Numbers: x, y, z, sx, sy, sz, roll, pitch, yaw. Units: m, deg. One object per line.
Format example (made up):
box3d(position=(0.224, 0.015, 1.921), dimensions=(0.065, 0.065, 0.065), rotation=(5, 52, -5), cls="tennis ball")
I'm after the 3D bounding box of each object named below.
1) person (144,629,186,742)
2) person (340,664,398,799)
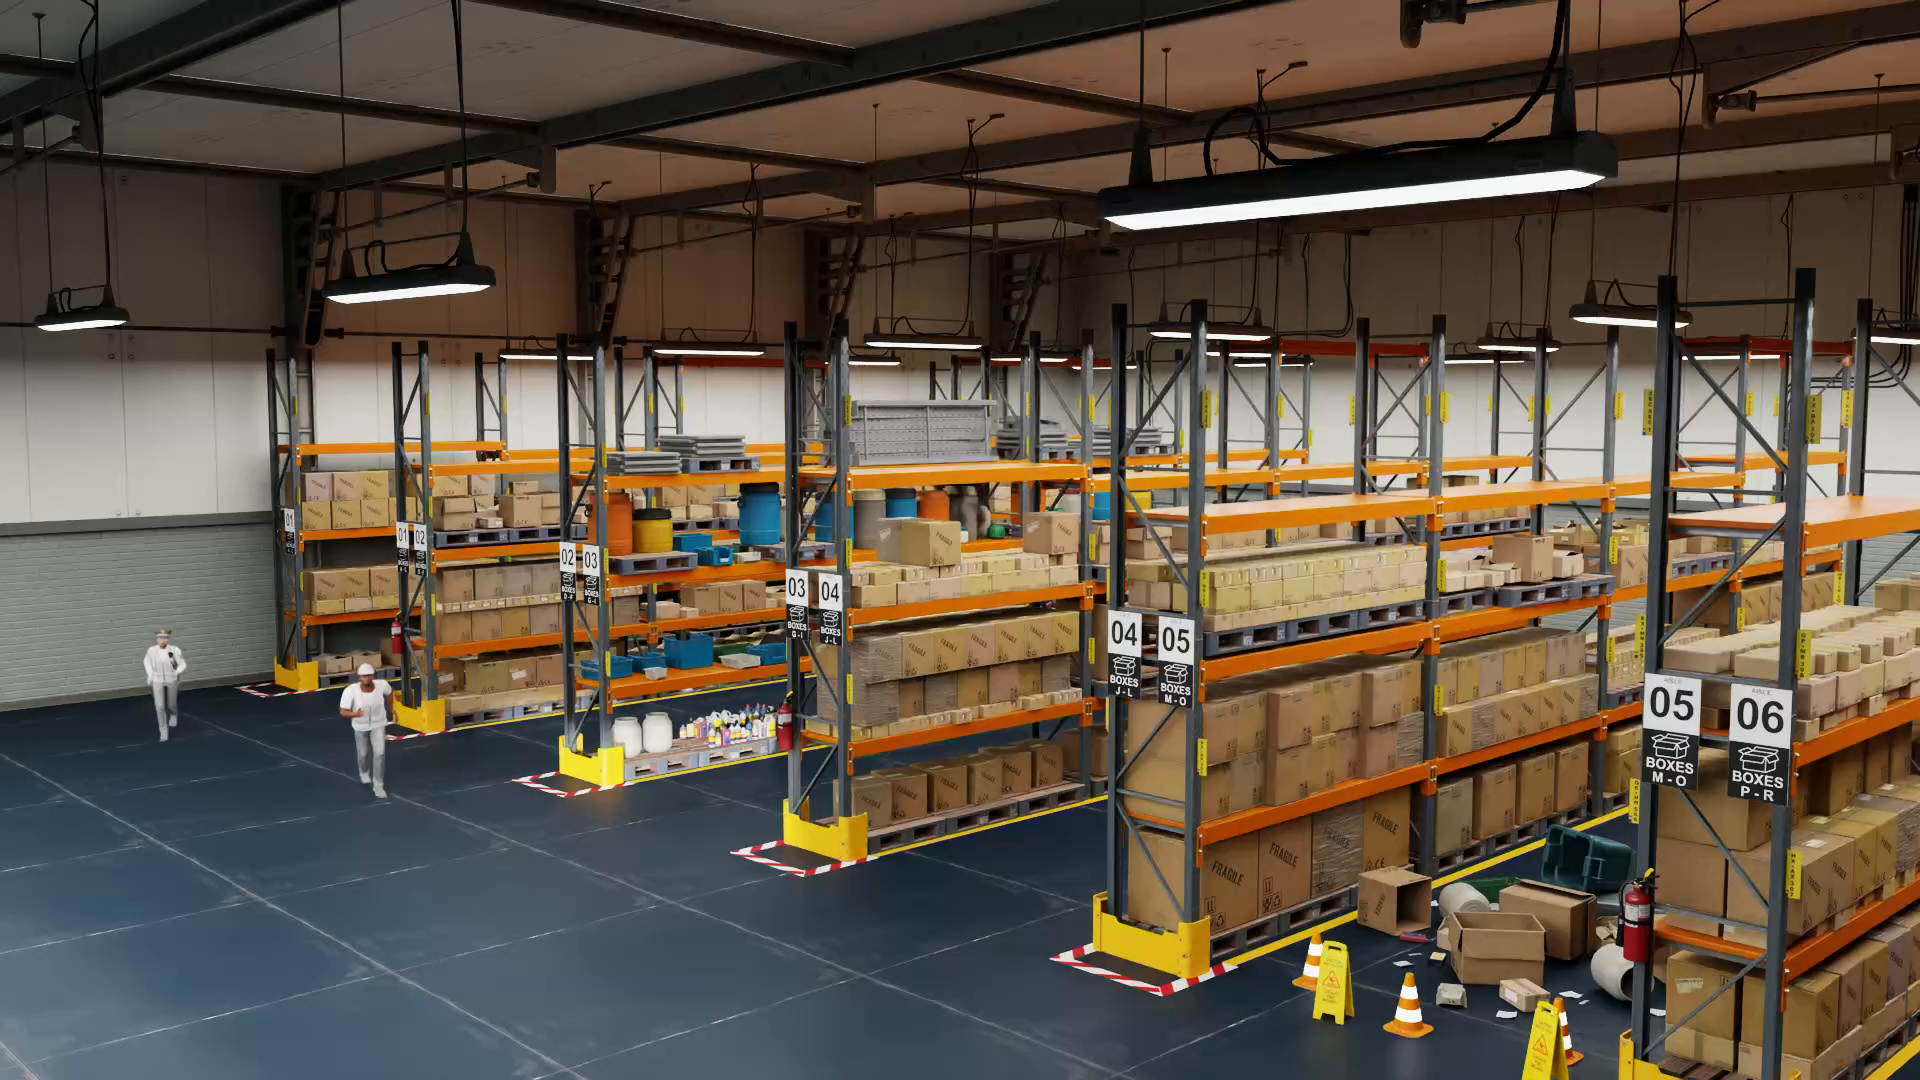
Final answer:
box3d(position=(-12.049, 2.157, 25.201), dimensions=(0.568, 1.676, 0.906), rotation=(-2, 5, -21), cls="person")
box3d(position=(-7.663, 2.436, 21.591), dimensions=(0.714, 1.735, 0.982), rotation=(-2, 5, -21), cls="person")
